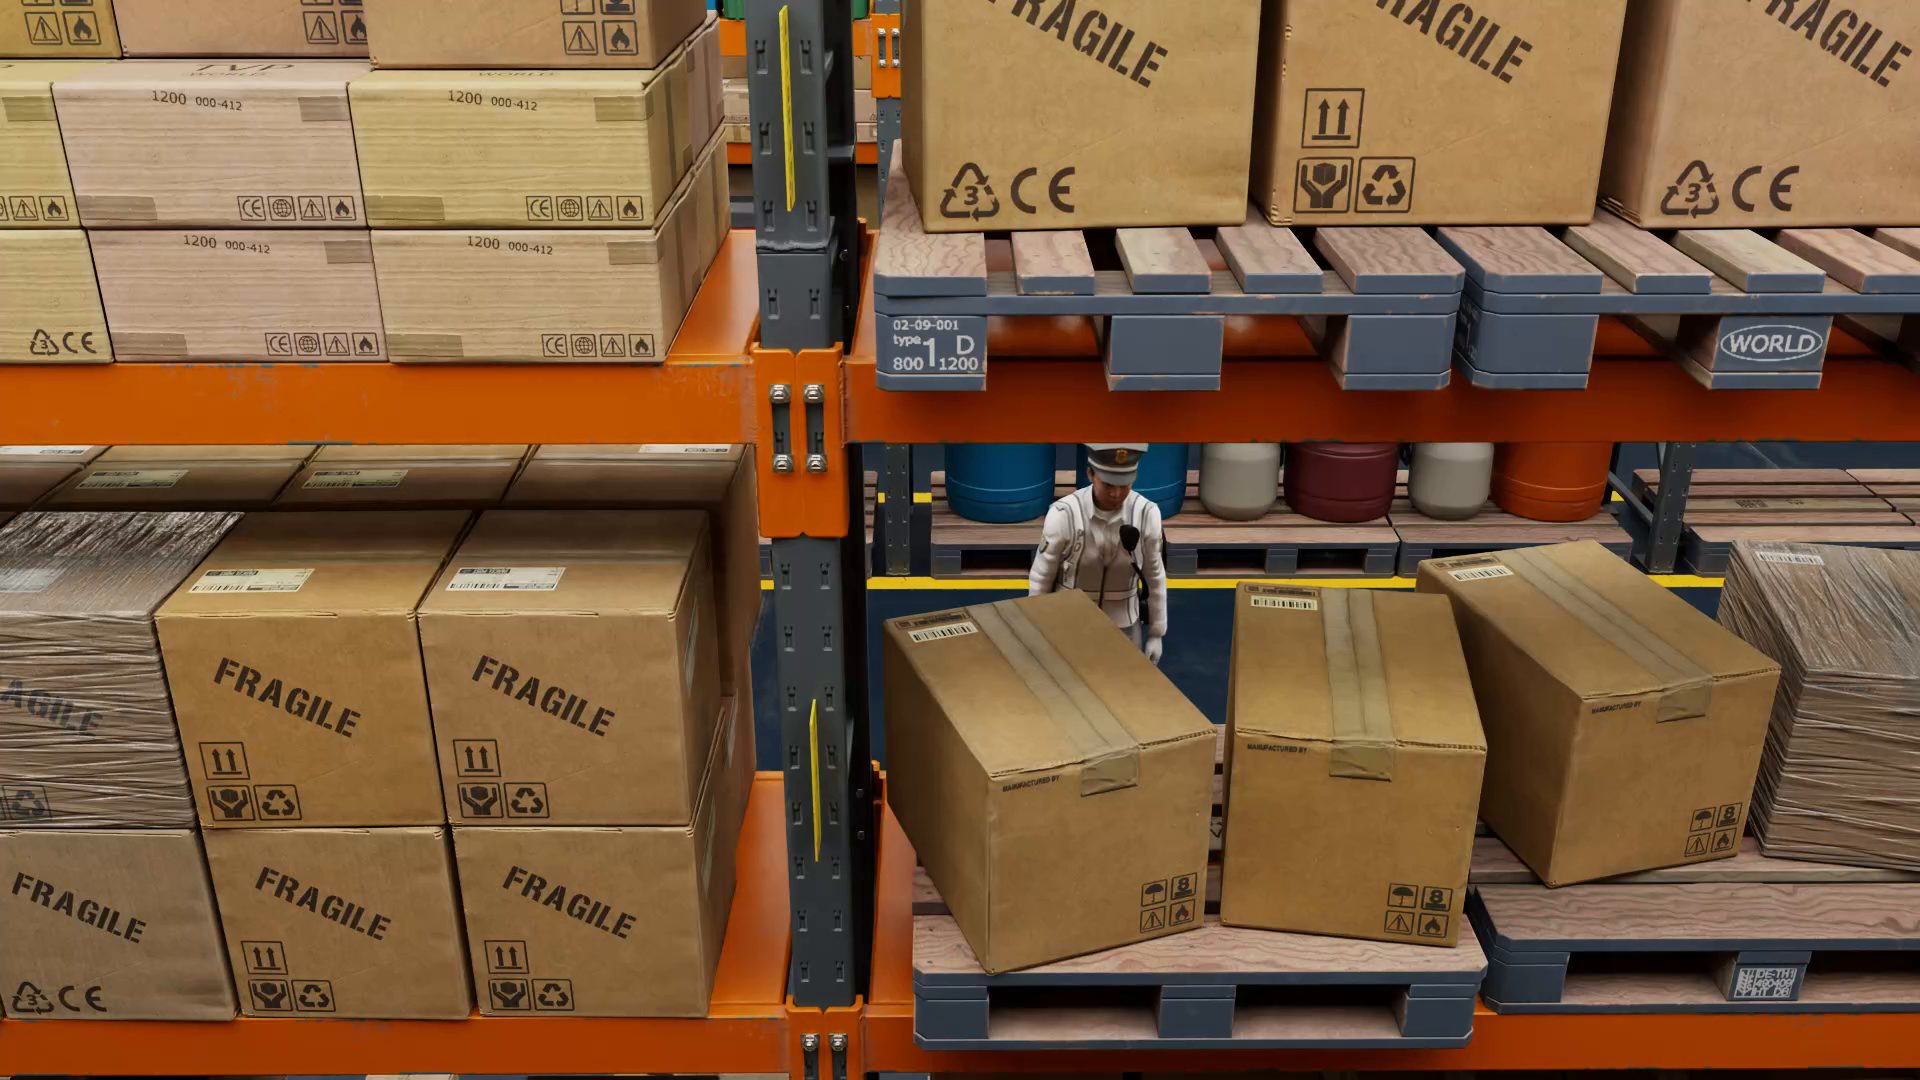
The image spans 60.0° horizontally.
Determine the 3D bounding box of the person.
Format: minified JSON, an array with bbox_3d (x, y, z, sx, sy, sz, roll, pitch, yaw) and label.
[{"bbox_3d":[0.519,0.376,6.268,0.536,1.661,0.415,-2,24,-3],"label":"person"}]
